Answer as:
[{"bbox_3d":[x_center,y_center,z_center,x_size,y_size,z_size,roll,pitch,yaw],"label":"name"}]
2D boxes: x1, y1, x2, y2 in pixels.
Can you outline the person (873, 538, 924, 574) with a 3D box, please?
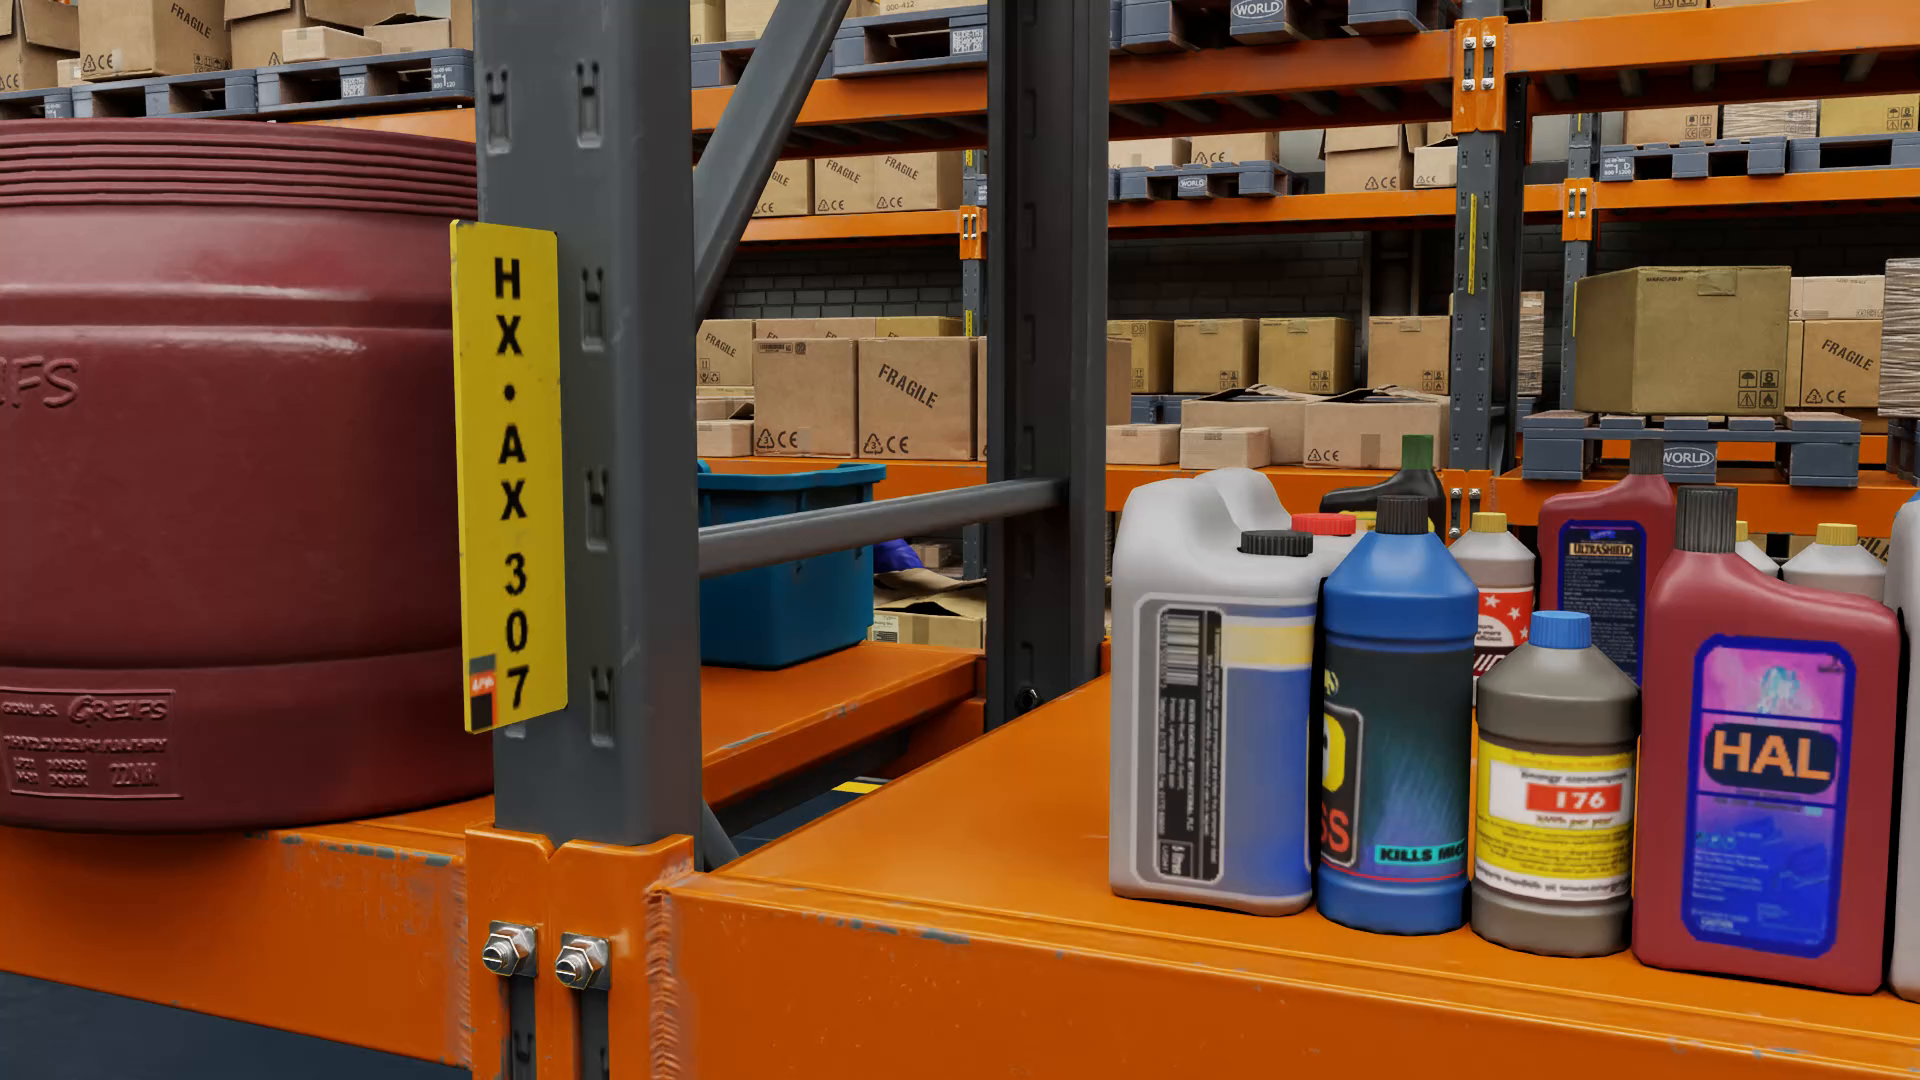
[{"bbox_3d":[-0.476,0.251,9.562,0.812,0.926,0.504,2,6,23],"label":"person"}]
